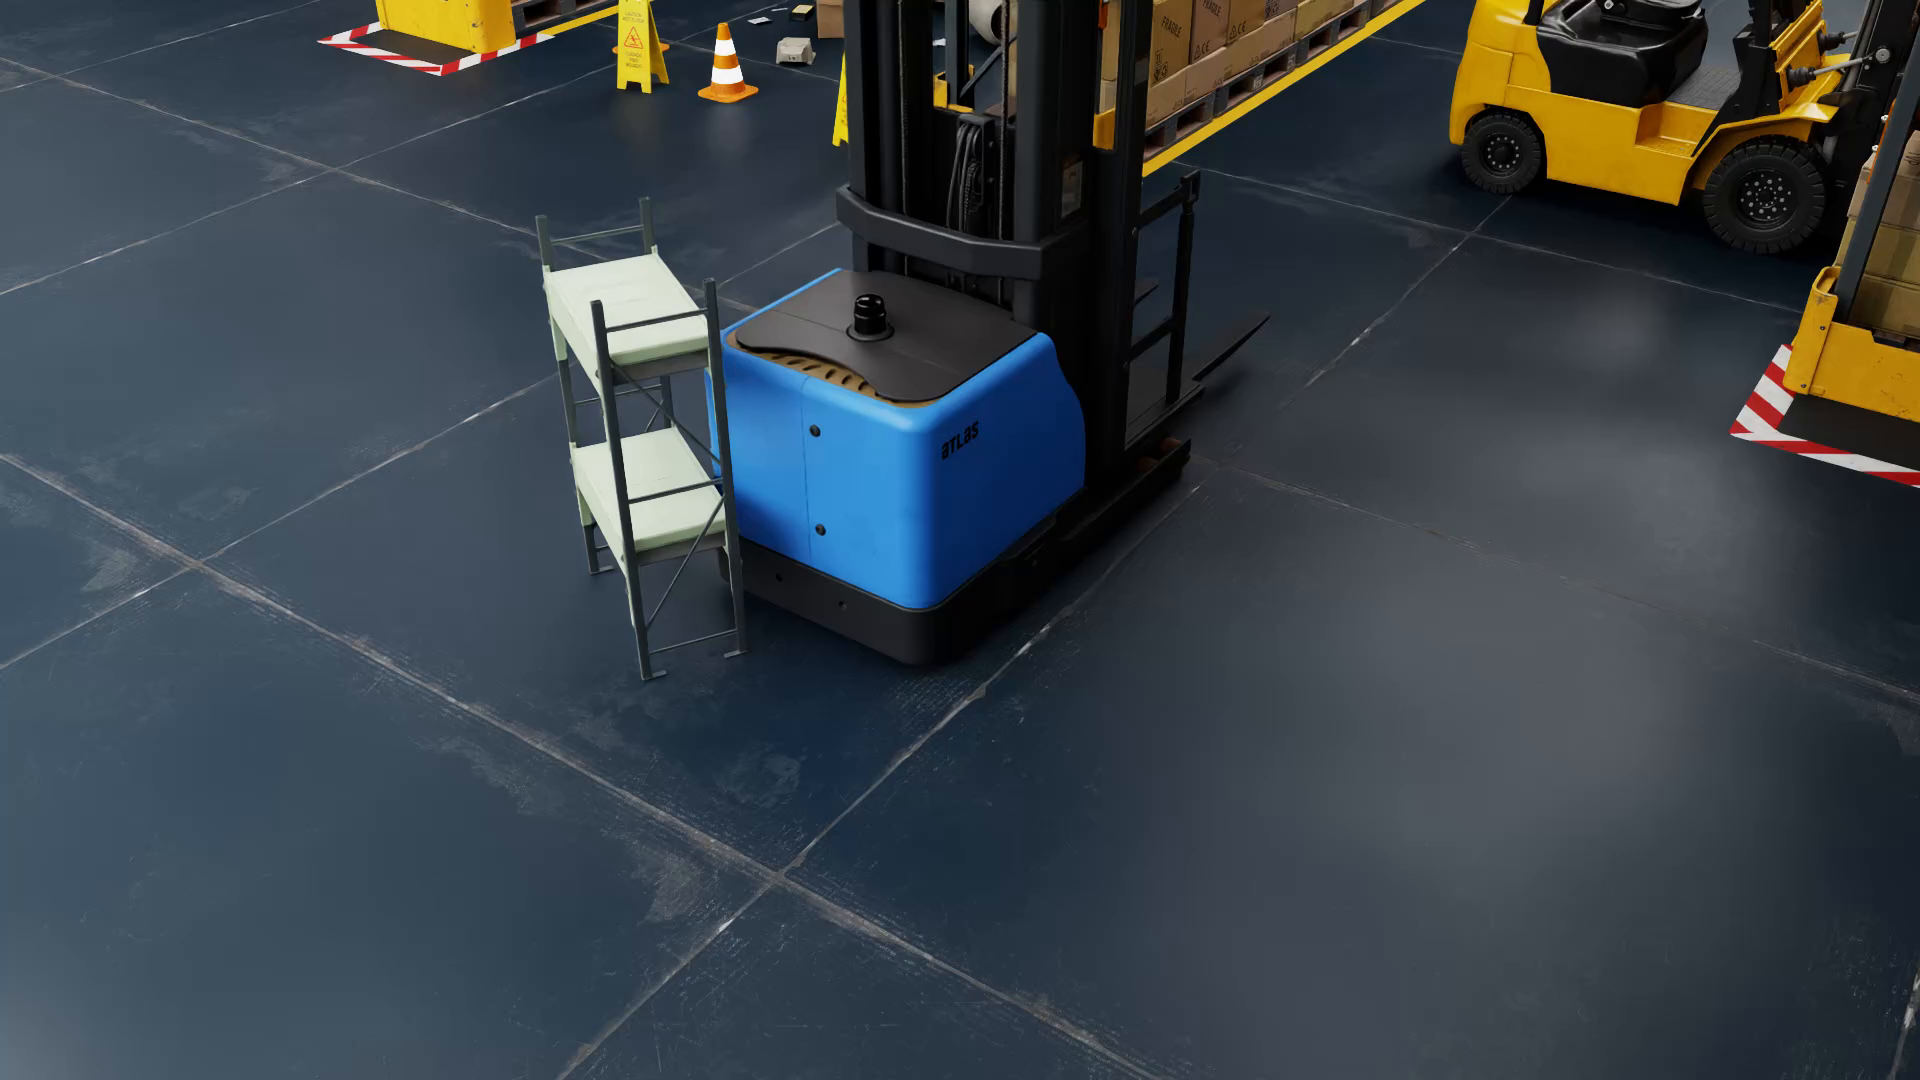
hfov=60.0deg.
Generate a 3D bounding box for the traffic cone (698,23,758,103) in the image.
[{"bbox_3d":[-1.561,-3.203,11.074,0.336,0.463,0.334,21,39,28],"label":"traffic cone"}]

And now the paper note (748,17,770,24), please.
[{"bbox_3d":[-1.499,-3.910,12.507,0.142,0.017,0.144,-22,40,-29],"label":"paper note"}]

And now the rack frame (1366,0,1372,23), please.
[{"bbox_3d":[2.640,-5.287,11.891,1.000,3.000,0.127,21,39,28],"label":"rack frame"}]

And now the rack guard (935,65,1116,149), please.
[{"bbox_3d":[0.403,-2.446,9.920,1.175,0.500,0.348,21,39,28],"label":"rack guard"}]

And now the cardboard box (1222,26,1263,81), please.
[{"bbox_3d":[1.645,-3.252,10.960,0.500,0.250,0.500,24,41,31],"label":"cardboard box"}]

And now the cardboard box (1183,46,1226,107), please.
[{"bbox_3d":[1.344,-2.997,10.583,0.500,0.250,0.500,23,40,30],"label":"cardboard box"}]

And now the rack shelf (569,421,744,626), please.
[{"bbox_3d":[-1.120,-0.079,6.110,0.431,0.370,0.720,-15,37,-21],"label":"rack shelf"}]

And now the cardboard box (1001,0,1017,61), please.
[{"bbox_3d":[0.602,-3.244,10.279,0.500,0.500,0.500,22,40,28],"label":"cardboard box"}]

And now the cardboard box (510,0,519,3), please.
[{"bbox_3d":[-3.432,-4.608,12.408,0.875,0.875,0.875,21,40,28],"label":"cardboard box"}]

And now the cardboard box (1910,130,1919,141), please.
[{"bbox_3d":[4.732,-1.860,8.010,0.500,0.250,0.500,22,40,29],"label":"cardboard box"}]

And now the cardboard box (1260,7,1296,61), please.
[{"bbox_3d":[1.935,-3.483,11.303,0.500,0.250,0.500,22,40,29],"label":"cardboard box"}]

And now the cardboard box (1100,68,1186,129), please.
[{"bbox_3d":[1.047,-2.764,10.239,0.500,0.250,0.500,21,39,28],"label":"cardboard box"}]

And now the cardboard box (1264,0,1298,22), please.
[{"bbox_3d":[1.945,-3.805,11.109,0.500,0.500,0.500,24,41,31],"label":"cardboard box"}]

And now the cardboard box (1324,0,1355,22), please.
[{"bbox_3d":[2.524,-3.964,12.014,0.500,0.250,0.500,23,40,30],"label":"cardboard box"}]

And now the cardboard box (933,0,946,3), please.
[{"bbox_3d":[-0.192,-4.518,12.861,0.797,0.637,0.503,21,39,28],"label":"cardboard box"}]

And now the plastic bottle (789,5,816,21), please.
[{"bbox_3d":[-1.189,-4.013,12.630,0.133,0.061,0.283,8,35,12],"label":"plastic bottle"}]

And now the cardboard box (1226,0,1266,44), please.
[{"bbox_3d":[1.647,-3.556,10.741,0.500,0.500,0.500,22,40,29],"label":"cardboard box"}]

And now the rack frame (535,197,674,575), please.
[{"bbox_3d":[-1.275,-0.535,6.202,0.400,1.500,0.023,-15,37,-21],"label":"rack frame"}]

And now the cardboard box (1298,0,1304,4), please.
[{"bbox_3d":[2.235,-4.040,11.457,0.500,0.500,0.500,22,40,29],"label":"cardboard box"}]

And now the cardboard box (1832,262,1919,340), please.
[{"bbox_3d":[4.448,-1.215,7.948,0.500,0.250,0.500,22,40,28],"label":"cardboard box"}]

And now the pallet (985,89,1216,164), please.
[{"bbox_3d":[0.895,-2.689,10.537,1.003,0.211,1.213,21,39,28],"label":"pallet"}]

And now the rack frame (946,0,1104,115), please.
[{"bbox_3d":[0.360,-3.446,9.168,1.000,3.000,0.127,21,39,28],"label":"rack frame"}]

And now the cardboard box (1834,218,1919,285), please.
[{"bbox_3d":[4.460,-1.428,7.818,0.500,0.250,0.500,21,39,28],"label":"cardboard box"}]

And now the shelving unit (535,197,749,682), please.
[{"bbox_3d":[-1.120,-0.349,5.927,0.431,1.500,0.755,-15,37,-21],"label":"shelving unit"}]

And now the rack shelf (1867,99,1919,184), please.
[{"bbox_3d":[5.580,-2.485,8.389,1.077,0.370,4.000,21,39,28],"label":"rack shelf"}]

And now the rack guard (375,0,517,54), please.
[{"bbox_3d":[-3.778,-3.934,12.122,1.175,0.500,0.348,21,39,28],"label":"rack guard"}]

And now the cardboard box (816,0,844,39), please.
[{"bbox_3d":[-0.719,-4.029,12.259,0.797,0.503,0.637,-3,34,-4],"label":"cardboard box"}]

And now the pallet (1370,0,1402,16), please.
[{"bbox_3d":[3.083,-4.491,13.202,1.003,0.211,1.213,21,39,28],"label":"pallet"}]

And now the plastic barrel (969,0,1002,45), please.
[{"bbox_3d":[0.294,-3.813,12.011,0.421,0.421,0.512,-9,35,-13],"label":"plastic barrel"}]

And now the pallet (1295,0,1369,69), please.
[{"bbox_3d":[2.286,-3.812,12.198,1.003,0.211,1.213,21,39,28],"label":"pallet"}]

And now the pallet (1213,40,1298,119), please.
[{"bbox_3d":[1.591,-3.248,11.364,1.003,0.211,1.213,21,39,28],"label":"pallet"}]

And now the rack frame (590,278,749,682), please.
[{"bbox_3d":[-0.965,-0.163,5.652,0.400,1.500,0.023,-15,37,-21],"label":"rack frame"}]

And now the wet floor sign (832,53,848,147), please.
[{"bbox_3d":[-0.628,-2.725,10.204,0.232,0.644,0.267,-22,40,-29],"label":"wet floor sign"}]

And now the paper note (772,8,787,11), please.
[{"bbox_3d":[-1.384,-4.072,12.763,0.123,0.001,0.032,-15,37,-21],"label":"paper note"}]

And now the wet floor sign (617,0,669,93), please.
[{"bbox_3d":[-2.154,-3.360,11.142,0.267,0.644,0.232,14,37,20],"label":"wet floor sign"}]

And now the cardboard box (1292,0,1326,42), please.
[{"bbox_3d":[2.229,-3.716,11.647,0.500,0.250,0.500,20,39,27],"label":"cardboard box"}]

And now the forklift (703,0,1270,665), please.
[{"bbox_3d":[0.334,-1.541,6.413,1.130,2.935,3.031,22,40,29],"label":"forklift"}]

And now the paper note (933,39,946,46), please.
[{"bbox_3d":[-0.129,-3.625,12.094,0.142,0.019,0.148,-22,40,-29],"label":"paper note"}]

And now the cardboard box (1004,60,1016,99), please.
[{"bbox_3d":[0.613,-2.950,10.515,0.500,0.250,0.500,21,39,28],"label":"cardboard box"}]

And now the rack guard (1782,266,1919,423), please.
[{"bbox_3d":[4.426,-0.816,7.510,1.175,0.500,0.348,21,39,28],"label":"rack guard"}]

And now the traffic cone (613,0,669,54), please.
[{"bbox_3d":[-2.295,-3.721,11.839,0.336,0.463,0.334,21,39,28],"label":"traffic cone"}]

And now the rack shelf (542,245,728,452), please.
[{"bbox_3d":[-1.120,-0.672,5.708,0.431,0.370,0.720,-15,37,-21],"label":"rack shelf"}]

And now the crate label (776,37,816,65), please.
[{"bbox_3d":[-1.163,-3.450,11.729,0.250,0.136,0.298,3,34,4],"label":"crate label"}]

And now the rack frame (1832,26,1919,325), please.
[{"bbox_3d":[4.440,-1.863,6.827,1.000,3.000,0.127,21,39,28],"label":"rack frame"}]

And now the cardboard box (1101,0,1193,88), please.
[{"bbox_3d":[1.060,-3.086,10.046,0.500,0.500,0.500,20,39,27],"label":"cardboard box"}]

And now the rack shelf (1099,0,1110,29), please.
[{"bbox_3d":[1.500,-4.069,10.731,1.077,0.370,4.000,21,39,28],"label":"rack shelf"}]

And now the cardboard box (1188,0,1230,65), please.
[{"bbox_3d":[1.354,-3.328,10.404,0.500,0.500,0.500,20,39,27],"label":"cardboard box"}]

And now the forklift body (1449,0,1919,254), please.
[{"bbox_3d":[4.022,-2.966,9.216,2.313,2.155,1.214,21,39,28],"label":"forklift body"}]

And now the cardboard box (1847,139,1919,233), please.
[{"bbox_3d":[4.446,-1.623,7.660,0.500,0.250,0.500,23,40,30],"label":"cardboard box"}]

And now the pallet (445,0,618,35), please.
[{"bbox_3d":[-3.373,-4.219,12.800,1.003,0.211,1.213,21,39,28],"label":"pallet"}]

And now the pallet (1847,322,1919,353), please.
[{"bbox_3d":[4.841,-1.073,8.148,1.003,0.211,1.213,21,39,28],"label":"pallet"}]
